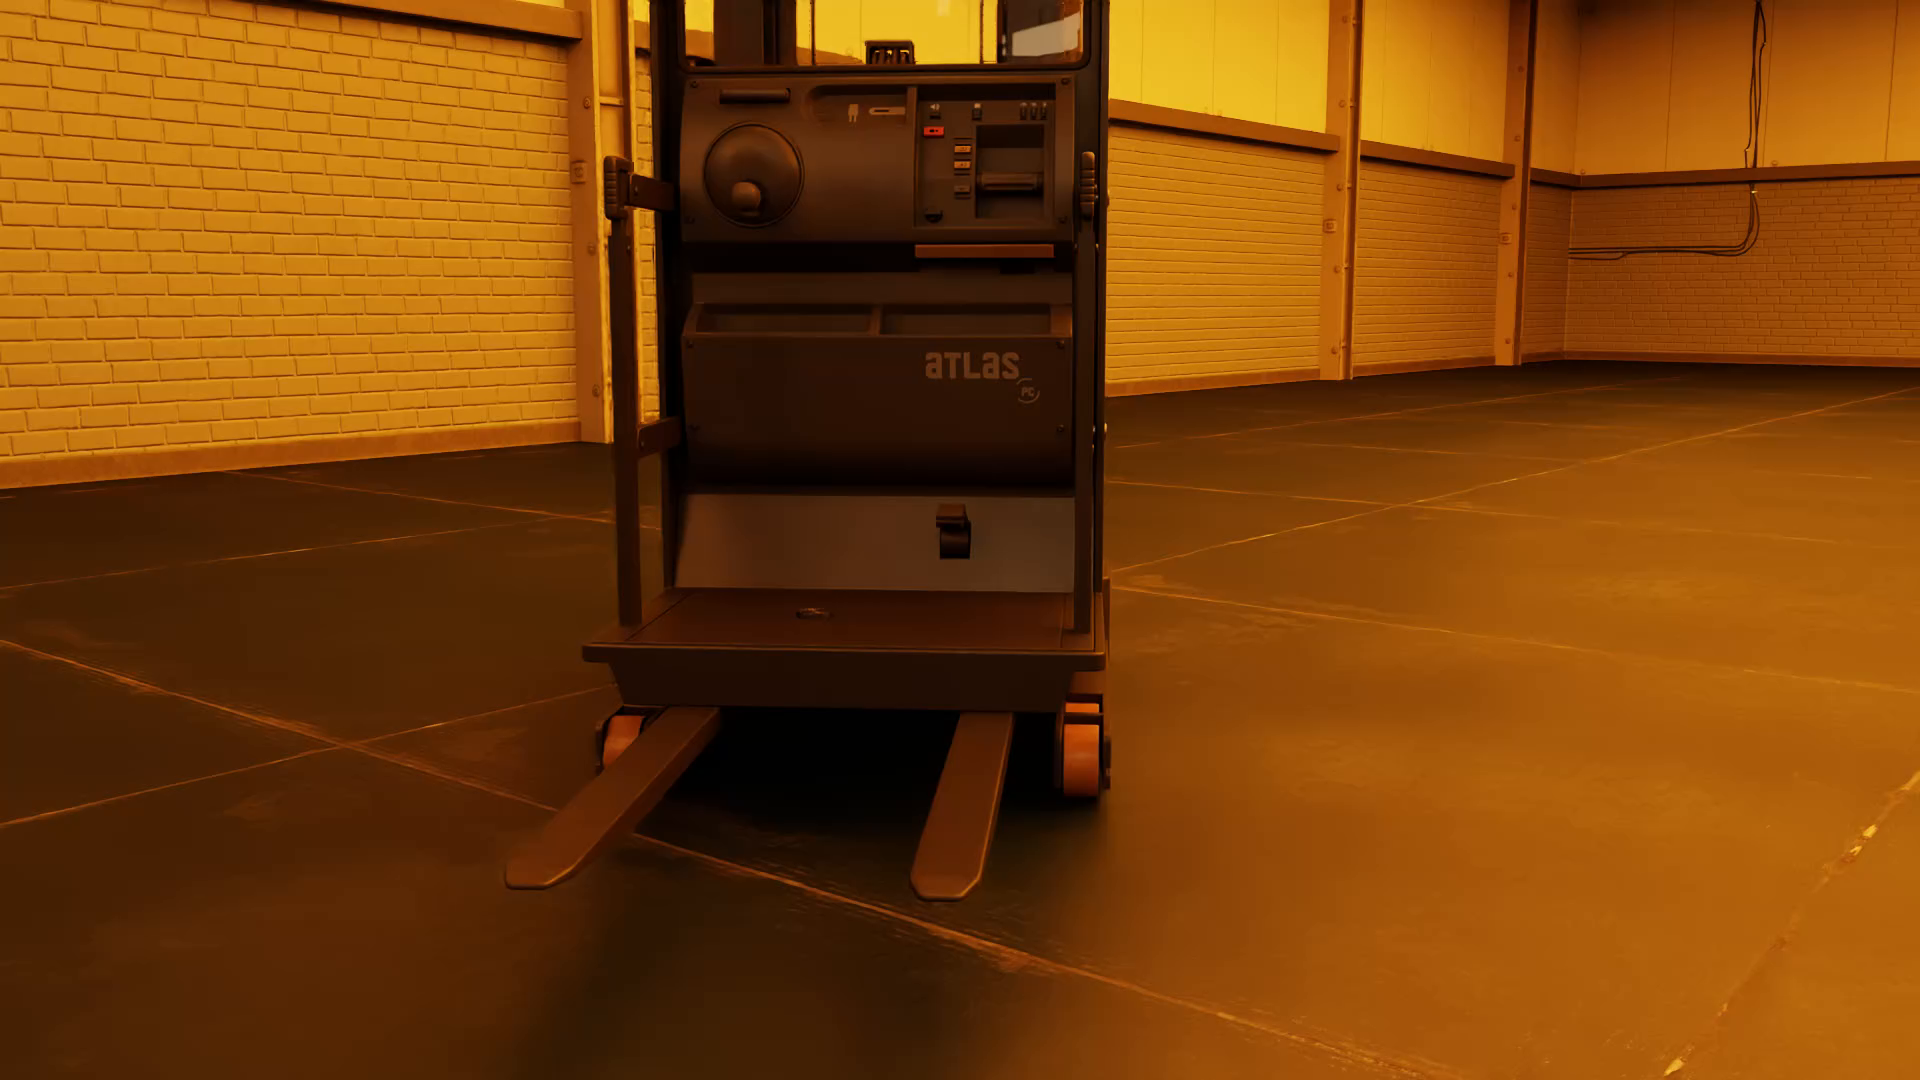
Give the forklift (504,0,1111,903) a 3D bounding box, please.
[{"bbox_3d":[-0.210,-0.941,3.711,1.130,2.935,3.031,1,8,5],"label":"forklift"}]
